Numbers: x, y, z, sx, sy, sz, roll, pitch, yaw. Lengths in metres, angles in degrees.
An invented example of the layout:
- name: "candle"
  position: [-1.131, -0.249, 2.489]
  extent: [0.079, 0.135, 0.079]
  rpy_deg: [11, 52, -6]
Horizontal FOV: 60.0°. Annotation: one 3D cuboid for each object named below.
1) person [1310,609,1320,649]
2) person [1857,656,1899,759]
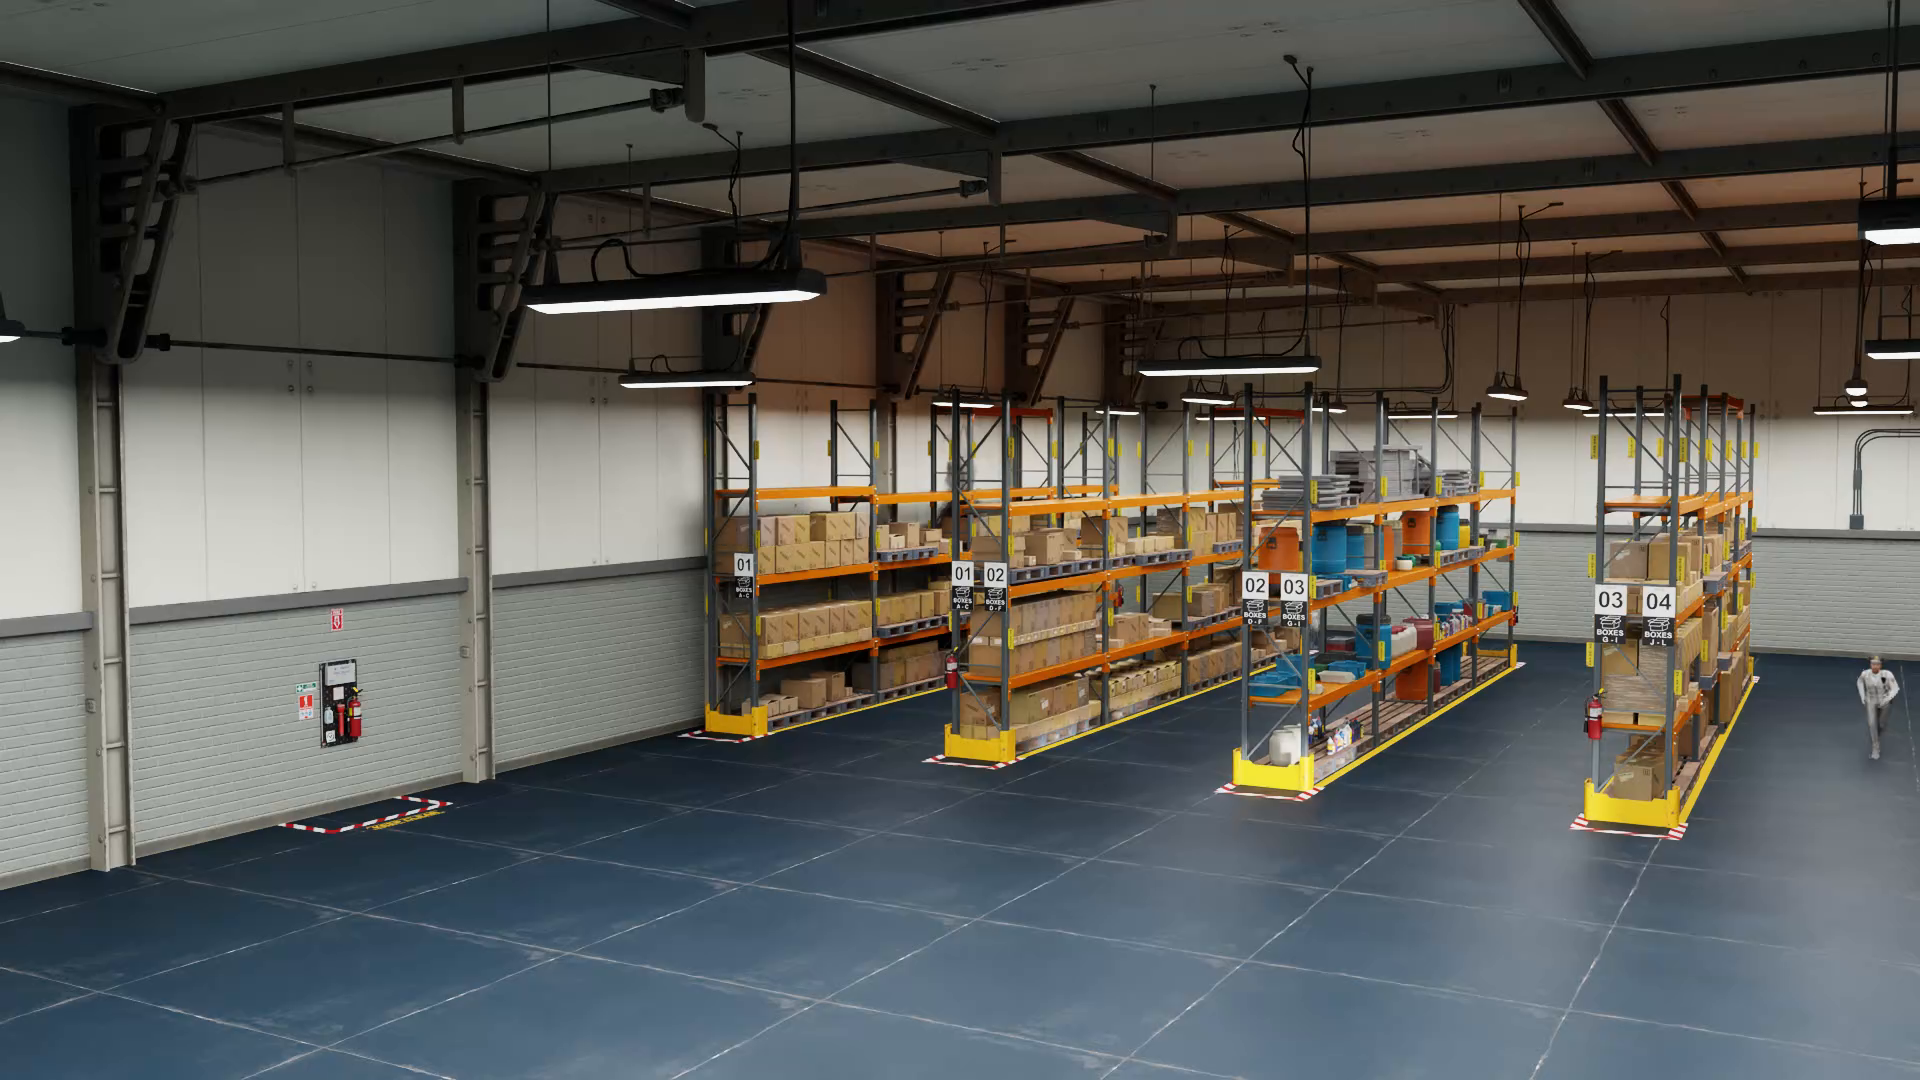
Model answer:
- name: "person"
  position: [8.826, 1.901, 41.623]
  extent: [0.523, 1.726, 0.746]
  rpy_deg: [3, 4, 41]
- name: "person"
  position: [15.091, 2.711, 27.354]
  extent: [0.618, 1.682, 1.032]
  rpy_deg: [2, 4, 31]
